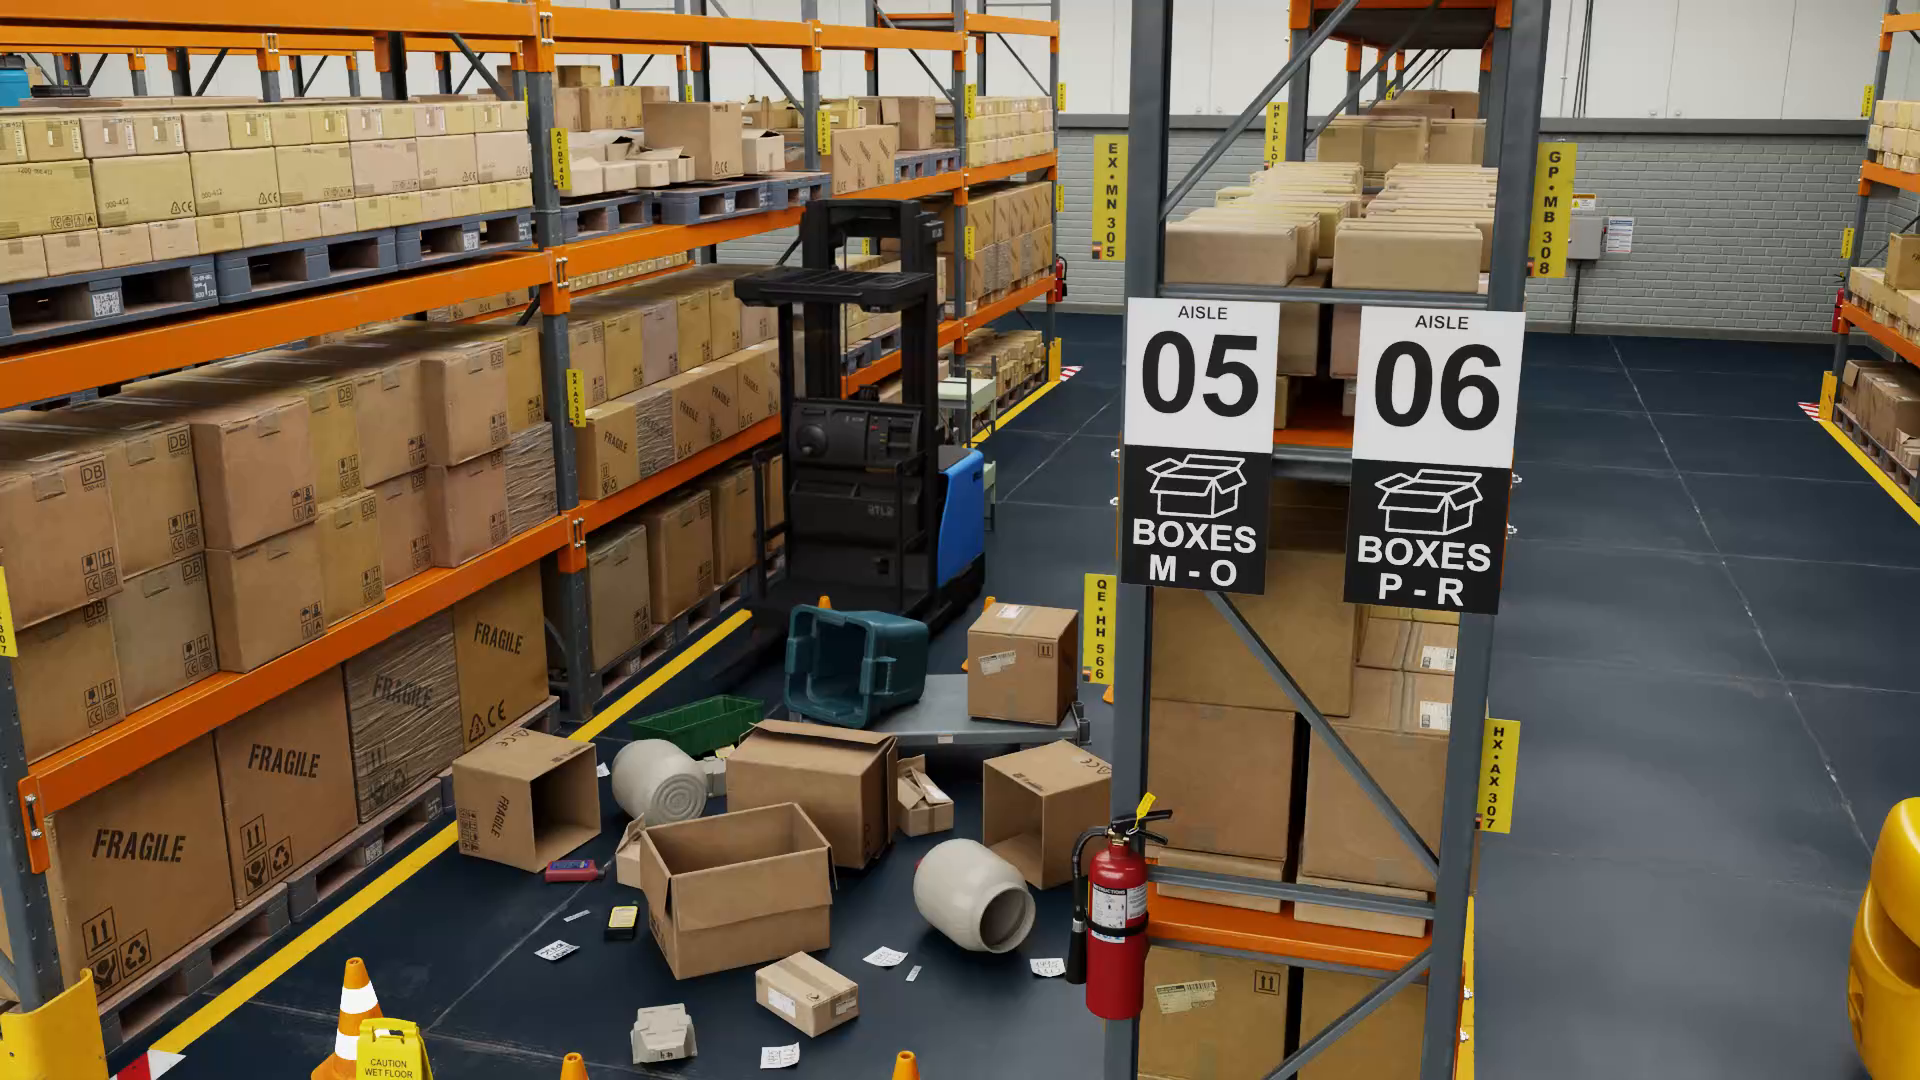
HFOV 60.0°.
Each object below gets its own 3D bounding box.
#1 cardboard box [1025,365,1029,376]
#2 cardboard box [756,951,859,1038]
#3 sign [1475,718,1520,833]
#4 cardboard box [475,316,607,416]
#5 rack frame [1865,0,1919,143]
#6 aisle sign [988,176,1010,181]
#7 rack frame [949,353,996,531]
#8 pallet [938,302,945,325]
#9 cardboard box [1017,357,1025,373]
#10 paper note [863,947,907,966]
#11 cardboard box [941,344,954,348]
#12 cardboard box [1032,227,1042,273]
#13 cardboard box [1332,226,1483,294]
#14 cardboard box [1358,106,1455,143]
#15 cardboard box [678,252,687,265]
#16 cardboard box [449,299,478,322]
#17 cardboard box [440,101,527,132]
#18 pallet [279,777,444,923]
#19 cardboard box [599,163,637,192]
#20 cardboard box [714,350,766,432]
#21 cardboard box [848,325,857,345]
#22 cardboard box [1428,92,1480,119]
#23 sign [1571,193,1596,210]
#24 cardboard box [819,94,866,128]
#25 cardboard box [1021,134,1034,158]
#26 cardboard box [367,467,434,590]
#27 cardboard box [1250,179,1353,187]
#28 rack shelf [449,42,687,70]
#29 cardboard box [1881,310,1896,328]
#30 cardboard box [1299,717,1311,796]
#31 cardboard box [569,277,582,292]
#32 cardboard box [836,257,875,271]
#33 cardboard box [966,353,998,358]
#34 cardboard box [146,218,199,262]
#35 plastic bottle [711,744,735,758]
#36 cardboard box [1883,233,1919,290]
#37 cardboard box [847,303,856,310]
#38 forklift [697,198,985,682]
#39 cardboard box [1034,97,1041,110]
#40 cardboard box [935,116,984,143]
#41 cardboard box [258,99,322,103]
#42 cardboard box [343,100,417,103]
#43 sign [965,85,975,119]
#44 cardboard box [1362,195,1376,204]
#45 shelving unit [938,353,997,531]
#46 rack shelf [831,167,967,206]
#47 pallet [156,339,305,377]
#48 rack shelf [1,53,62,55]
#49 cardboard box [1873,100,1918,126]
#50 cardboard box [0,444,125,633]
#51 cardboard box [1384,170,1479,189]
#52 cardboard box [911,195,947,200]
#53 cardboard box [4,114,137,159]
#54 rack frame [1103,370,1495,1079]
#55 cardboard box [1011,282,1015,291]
[{"bbox_3d":[0.617,-2.070,20.085,0.380,0.149,0.250,5,16,16],"label":"cardboard box"},{"bbox_3d":[-0.636,1.885,6.912,0.250,0.149,0.380,-15,21,-41],"label":"cardboard box"},{"bbox_3d":[1.448,0.638,4.496,0.100,0.325,0.005,5,16,16],"label":"sign"},{"bbox_3d":[-2.574,-1.051,10.022,0.700,0.500,0.500,4,16,15],"label":"cardboard box"},{"bbox_3d":[10.235,-5.676,17.349,1.000,3.000,0.127,5,16,16],"label":"rack frame"},{"bbox_3d":[0.434,-4.824,20.576,0.394,0.787,0.004,5,16,16],"label":"aisle sign"},{"bbox_3d":[0.102,-0.816,13.956,0.400,1.500,0.023,5,16,16],"label":"rack frame"},{"bbox_3d":[-0.793,-2.203,16.452,1.003,0.211,1.213,5,16,16],"label":"pallet"},{"bbox_3d":[0.543,-2.072,19.546,0.380,0.149,0.250,5,17,17],"label":"cardboard box"},{"bbox_3d":[-0.327,1.834,7.328,0.148,0.019,0.142,11,19,35],"label":"paper note"},{"bbox_3d":[-0.129,-2.191,19.422,0.380,0.149,0.250,5,17,17],"label":"cardboard box"},{"bbox_3d":[0.668,-3.450,19.768,0.500,0.500,0.500,4,16,15],"label":"cardboard box"},{"bbox_3d":[1.225,-0.771,4.551,0.380,0.149,0.250,5,16,15],"label":"cardboard box"},{"bbox_3d":[3.164,-2.886,12.050,0.797,0.503,0.637,4,16,12],"label":"cardboard box"},{"bbox_3d":[-3.812,-3.702,21.846,0.380,0.149,0.250,5,17,17],"label":"cardboard box"},{"bbox_3d":[-5.323,-2.534,17.083,0.500,0.500,0.500,4,16,15],"label":"cardboard box"},{"bbox_3d":[-2.508,-2.227,8.733,0.380,0.149,0.250,4,16,15],"label":"cardboard box"},{"bbox_3d":[-3.346,1.463,8.284,1.003,0.211,1.213,5,16,16],"label":"pallet"},{"bbox_3d":[-2.177,-2.216,10.155,0.250,0.149,0.380,5,16,16],"label":"cardboard box"},{"bbox_3d":[-1.729,-1.086,11.979,0.500,0.500,0.500,4,16,15],"label":"cardboard box"},{"bbox_3d":[-1.100,-1.761,14.233,0.380,0.149,0.250,5,17,19],"label":"cardboard box"},{"bbox_3d":[4.707,-4.006,15.823,0.500,0.500,0.500,5,17,17],"label":"cardboard box"},{"bbox_3d":[9.033,-4.905,24.113,0.339,0.242,0.001,5,16,16],"label":"sign"},{"bbox_3d":[-1.013,-3.587,13.894,0.396,0.266,0.258,5,16,16],"label":"cardboard box"},{"bbox_3d":[0.533,-4.500,18.974,0.500,0.250,0.500,5,17,18],"label":"cardboard box"},{"bbox_3d":[-3.204,-0.088,8.369,0.875,0.550,0.550,5,16,16],"label":"cardboard box"},{"bbox_3d":[1.345,-1.338,6.551,0.380,0.149,0.250,4,16,15],"label":"cardboard box"},{"bbox_3d":[-4.595,-5.766,19.720,1.077,0.370,4.000,5,16,16],"label":"rack shelf"},{"bbox_3d":[9.410,-2.200,16.550,0.380,0.149,0.250,5,17,17],"label":"cardboard box"},{"bbox_3d":[0.965,0.527,5.745,0.500,0.500,0.500,5,16,16],"label":"cardboard box"},{"bbox_3d":[-4.611,-2.964,19.242,0.380,0.149,0.250,5,17,18],"label":"cardboard box"},{"bbox_3d":[-1.063,-2.711,16.491,0.380,0.149,0.250,5,17,17],"label":"cardboard box"},{"bbox_3d":[0.221,-2.021,18.821,0.380,0.149,0.250,4,16,14],"label":"cardboard box"},{"bbox_3d":[-3.227,-1.181,6.506,0.380,0.149,0.250,5,17,16],"label":"cardboard box"},{"bbox_3d":[-1.341,1.212,9.446,0.133,0.061,0.283,-4,16,-13],"label":"plastic bottle"},{"bbox_3d":[9.422,-2.731,16.316,0.500,0.500,0.500,5,17,17],"label":"cardboard box"},{"bbox_3d":[-1.108,-2.046,14.145,0.380,0.149,0.250,5,16,16],"label":"cardboard box"},{"bbox_3d":[-0.776,-0.713,10.971,1.130,2.935,3.031,5,17,18],"label":"forklift"},{"bbox_3d":[0.744,-5.166,19.676,0.380,0.149,0.250,5,17,17],"label":"cardboard box"},{"bbox_3d":[-0.070,-4.203,17.013,0.500,0.250,0.500,5,17,18],"label":"cardboard box"},{"bbox_3d":[-6.196,-3.709,14.953,0.797,0.503,0.637,6,17,19],"label":"cardboard box"},{"bbox_3d":[-3.139,-2.279,8.915,0.380,0.149,0.250,5,17,16],"label":"cardboard box"},{"bbox_3d":[0.097,-4.324,16.409,0.100,0.325,0.005,5,16,16],"label":"sign"},{"bbox_3d":[1.677,-1.454,7.692,0.500,0.250,0.500,4,16,15],"label":"cardboard box"},{"bbox_3d":[-0.002,-0.720,13.619,0.431,1.500,0.755,5,16,16],"label":"shelving unit"},{"bbox_3d":[-1.005,-3.058,14.936,1.077,0.370,4.000,5,16,16],"label":"rack shelf"},{"bbox_3d":[-6.400,-1.562,14.191,1.213,0.211,1.003,5,16,16],"label":"pallet"},{"bbox_3d":[-14.092,-6.726,22.377,1.077,0.370,4.000,5,16,16],"label":"rack shelf"},{"bbox_3d":[9.868,-4.447,17.329,0.500,0.250,0.500,4,16,15],"label":"cardboard box"},{"bbox_3d":[-3.704,-0.031,6.187,0.875,0.550,0.550,5,16,16],"label":"cardboard box"},{"bbox_3d":[2.024,-1.505,7.140,0.380,0.149,0.250,5,17,17],"label":"cardboard box"},{"bbox_3d":[-0.420,-3.436,17.887,0.500,0.500,0.500,4,16,14],"label":"cardboard box"},{"bbox_3d":[-3.302,-1.496,6.156,0.380,0.149,0.250,4,16,15],"label":"cardboard box"},{"bbox_3d":[0.928,1.012,4.763,1.000,3.000,0.127,5,16,16],"label":"rack frame"},{"bbox_3d":[0.428,-2.973,19.273,0.380,0.149,0.250,4,16,14],"label":"cardboard box"}]
